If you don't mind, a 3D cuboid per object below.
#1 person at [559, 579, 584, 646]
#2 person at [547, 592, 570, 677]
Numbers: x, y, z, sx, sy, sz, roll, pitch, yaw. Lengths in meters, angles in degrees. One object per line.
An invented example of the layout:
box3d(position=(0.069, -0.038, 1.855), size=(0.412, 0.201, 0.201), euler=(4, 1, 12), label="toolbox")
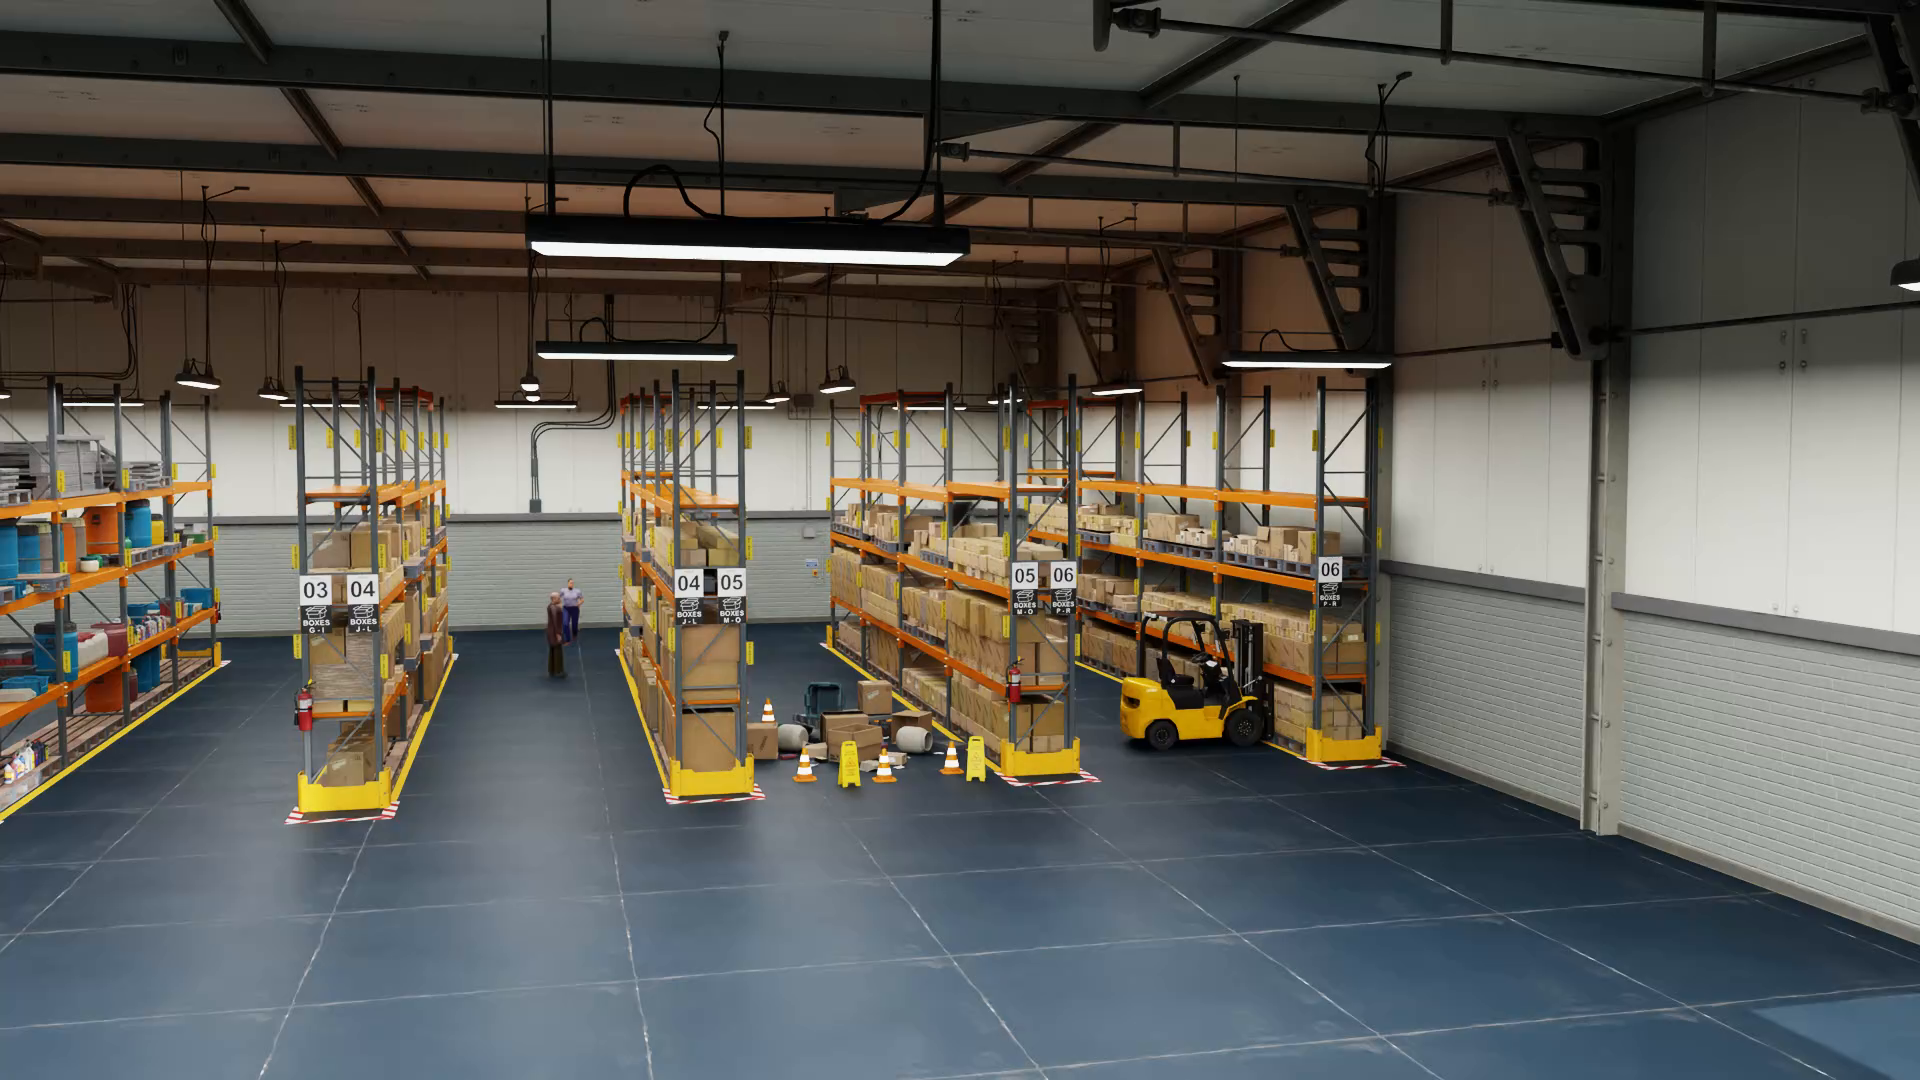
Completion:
box3d(position=(-9.561, 1.789, 40.832), size=(0.641, 1.668, 0.724), euler=(-1, 3, -10), label="person")
box3d(position=(-8.514, 1.996, 35.237), size=(0.456, 1.782, 0.656), euler=(-1, 4, -23), label="person")
